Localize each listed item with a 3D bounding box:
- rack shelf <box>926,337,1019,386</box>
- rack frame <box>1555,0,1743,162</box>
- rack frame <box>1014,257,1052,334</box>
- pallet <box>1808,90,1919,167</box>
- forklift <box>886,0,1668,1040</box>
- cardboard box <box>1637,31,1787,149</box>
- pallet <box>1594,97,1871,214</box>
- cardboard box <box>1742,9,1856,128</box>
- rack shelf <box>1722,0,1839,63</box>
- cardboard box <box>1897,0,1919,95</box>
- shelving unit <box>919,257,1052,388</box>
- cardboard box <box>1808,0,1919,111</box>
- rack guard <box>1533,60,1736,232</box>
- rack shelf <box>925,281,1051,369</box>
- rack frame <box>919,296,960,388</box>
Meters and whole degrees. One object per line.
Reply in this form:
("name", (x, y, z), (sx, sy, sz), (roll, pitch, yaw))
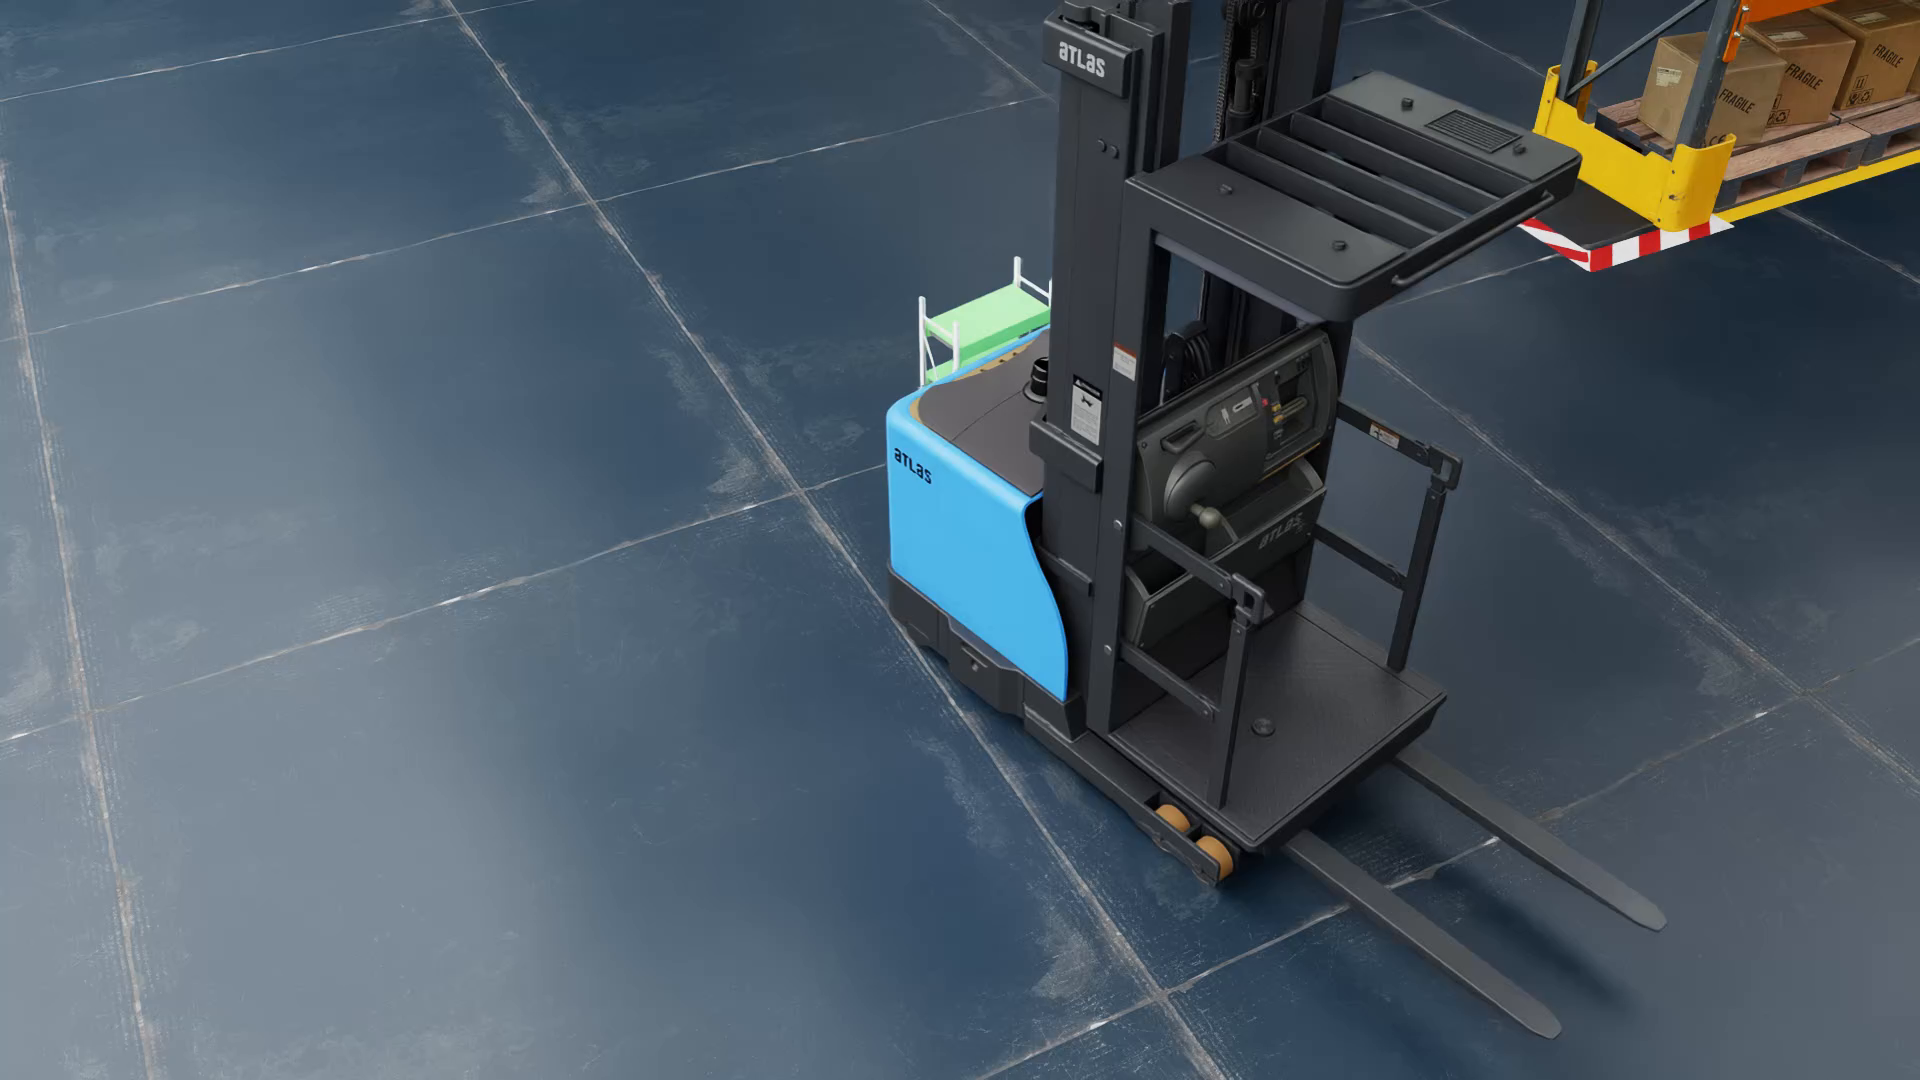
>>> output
("rack shelf", (0.110, -0.666, 6.836), (0.480, 0.148, 0.258), (-27, 47, -28))
("rack frame", (3.769, -3.212, 8.722), (0.127, 3.000, 1.000), (-19, 44, -21))
("rack frame", (0.302, -0.630, 7.066), (0.015, 1.200, 0.240), (-27, 47, -28))
("pallet", (5.654, -2.754, 10.340), (1.213, 0.211, 1.003), (-19, 44, -21))
("forklift", (1.061, -0.290, 5.324), (1.130, 2.935, 3.031), (-30, 49, -30))
("cardboard box", (4.331, -2.594, 9.603), (0.500, 0.500, 0.500), (-11, 41, -13))
("pallet", (4.574, -2.392, 9.913), (1.213, 0.211, 1.003), (-19, 44, -21))
("cardboard box", (4.845, -2.793, 9.837), (0.500, 0.500, 0.500), (-8, 41, -9))
("rack shelf", (5.543, -3.534, 9.660), (4.000, 0.370, 1.077), (-19, 44, -21))
("cardboard box", (5.925, -3.109, 10.211), (0.500, 0.500, 0.500), (-22, 45, -24))
("shelving unit", (0.110, -0.532, 6.950), (0.503, 1.200, 0.258), (-27, 47, -28))
("cardboard box", (5.409, -2.969, 10.045), (0.500, 0.500, 0.500), (-15, 42, -17))
("rack guard", (3.837, -2.280, 9.557), (0.348, 0.500, 1.175), (-19, 44, -21))
("rack shelf", (0.110, -0.850, 6.681), (0.480, 0.148, 0.258), (-27, 47, -28))
("rack frame", (-0.081, -0.434, 6.834), (0.015, 1.200, 0.240), (-27, 47, -28))
